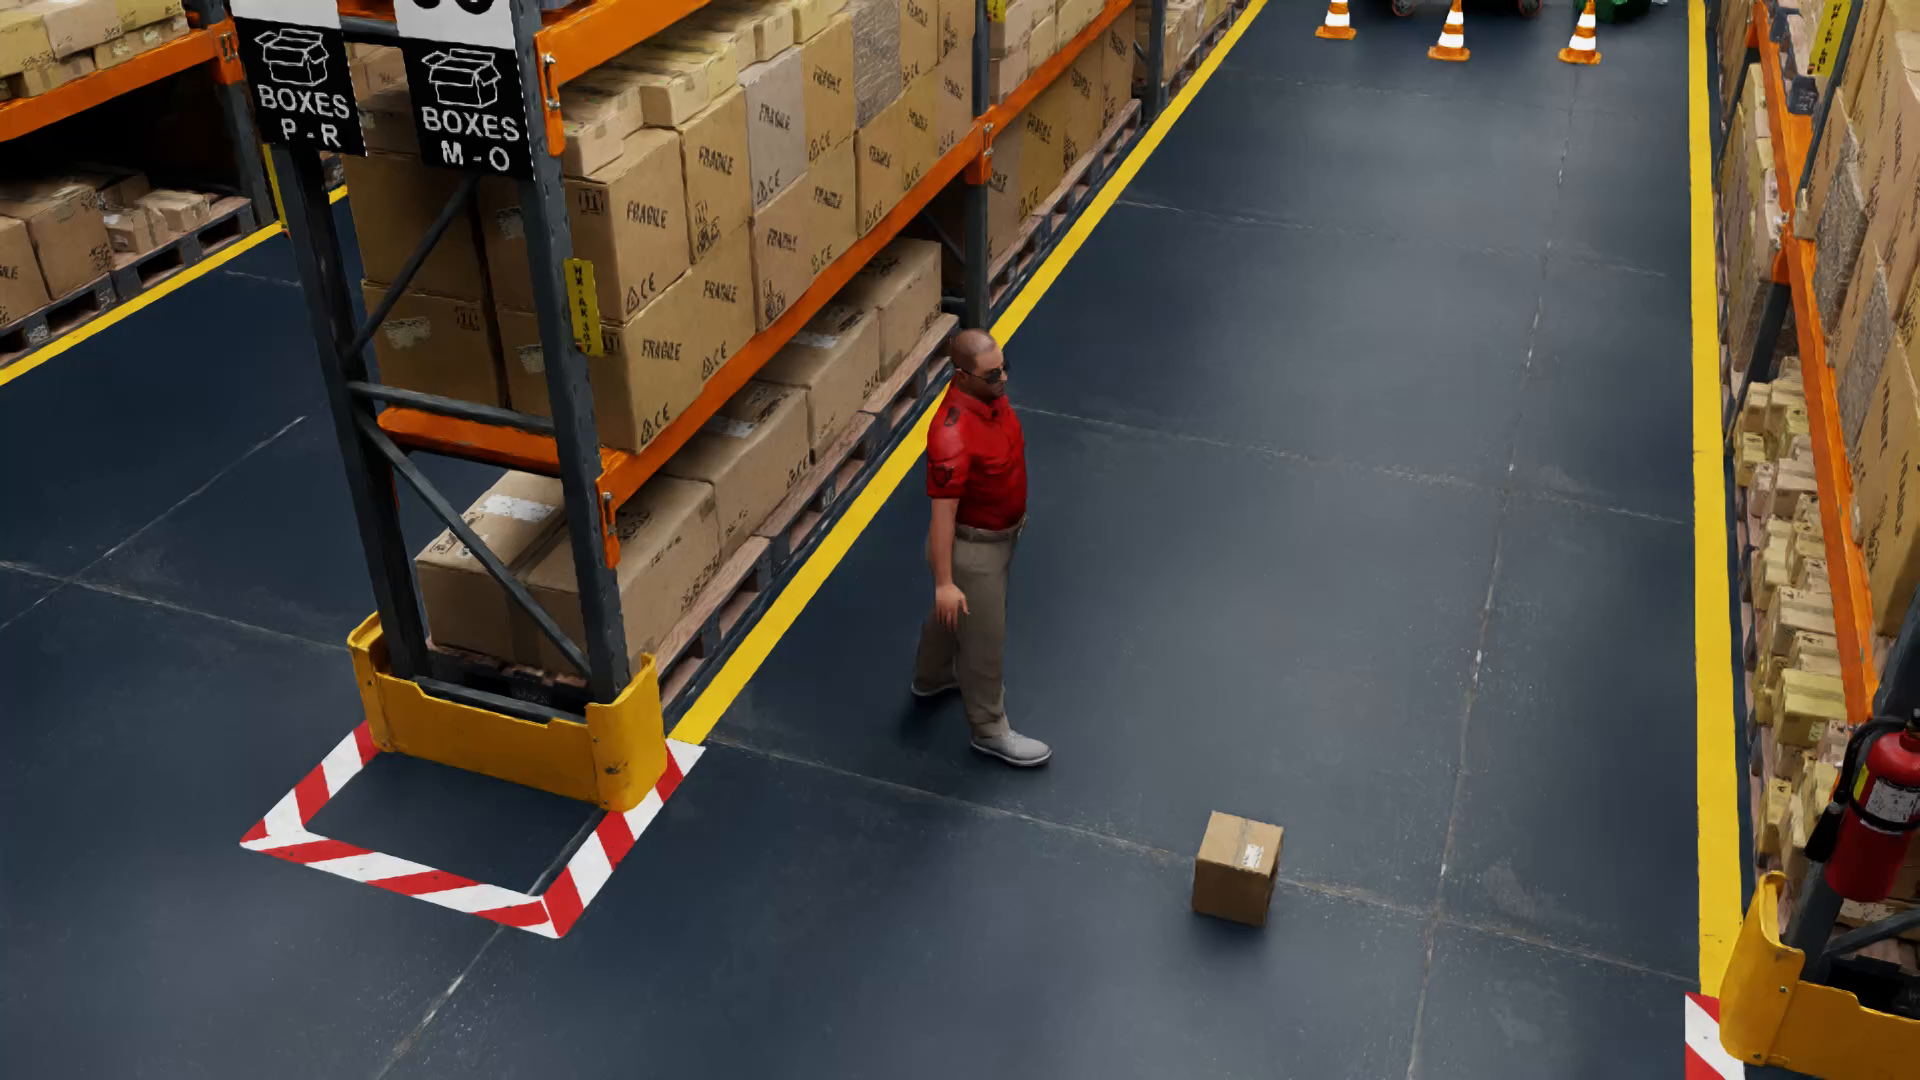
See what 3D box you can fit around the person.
[{"bbox_3d":[0.075,0.025,6.100,0.631,1.716,0.756,8,34,12],"label":"person"}]
